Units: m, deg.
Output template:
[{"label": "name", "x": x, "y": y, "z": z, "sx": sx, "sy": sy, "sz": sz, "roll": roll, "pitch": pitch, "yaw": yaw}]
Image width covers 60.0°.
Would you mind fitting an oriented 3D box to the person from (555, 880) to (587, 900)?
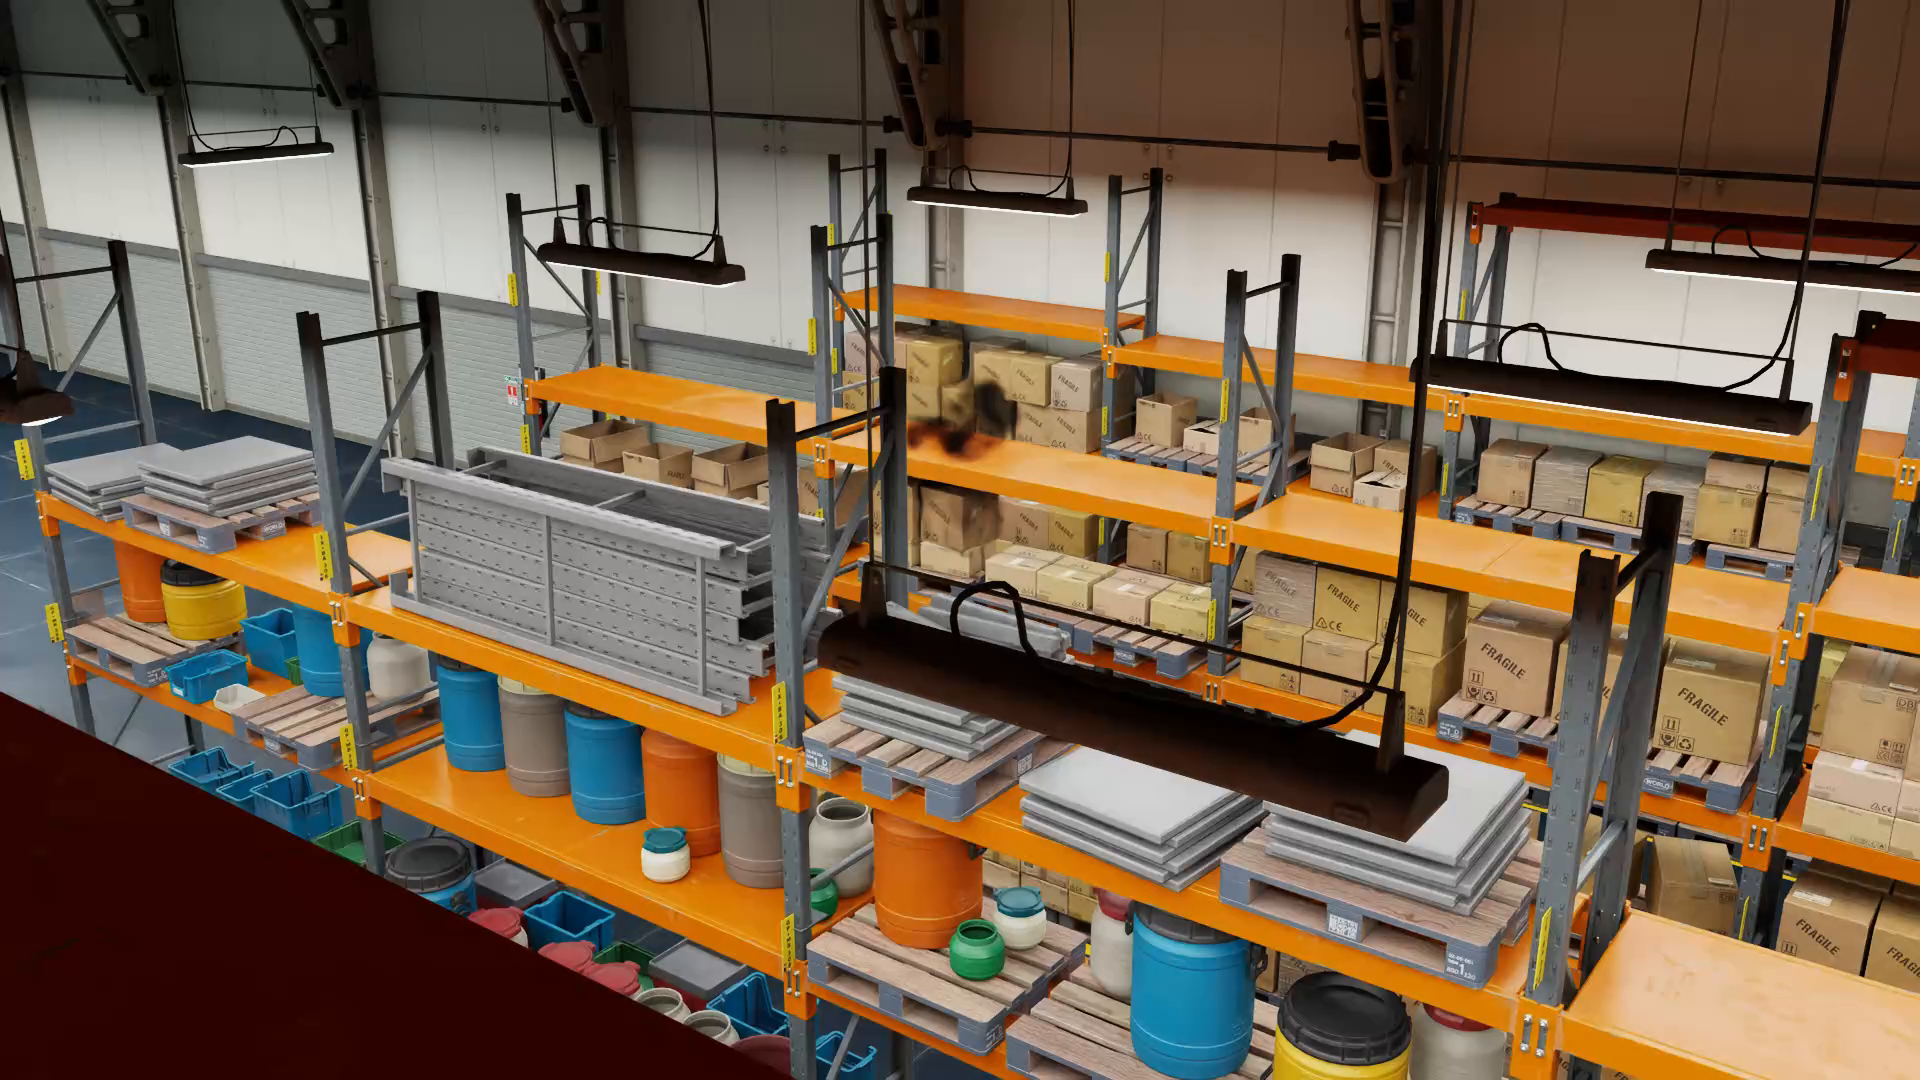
[{"label": "person", "x": -3.317, "y": 2.543, "z": 14.018, "sx": 0.752, "sy": 1.728, "sz": 0.656, "roll": 17, "pitch": 25, "yaw": 41}]
